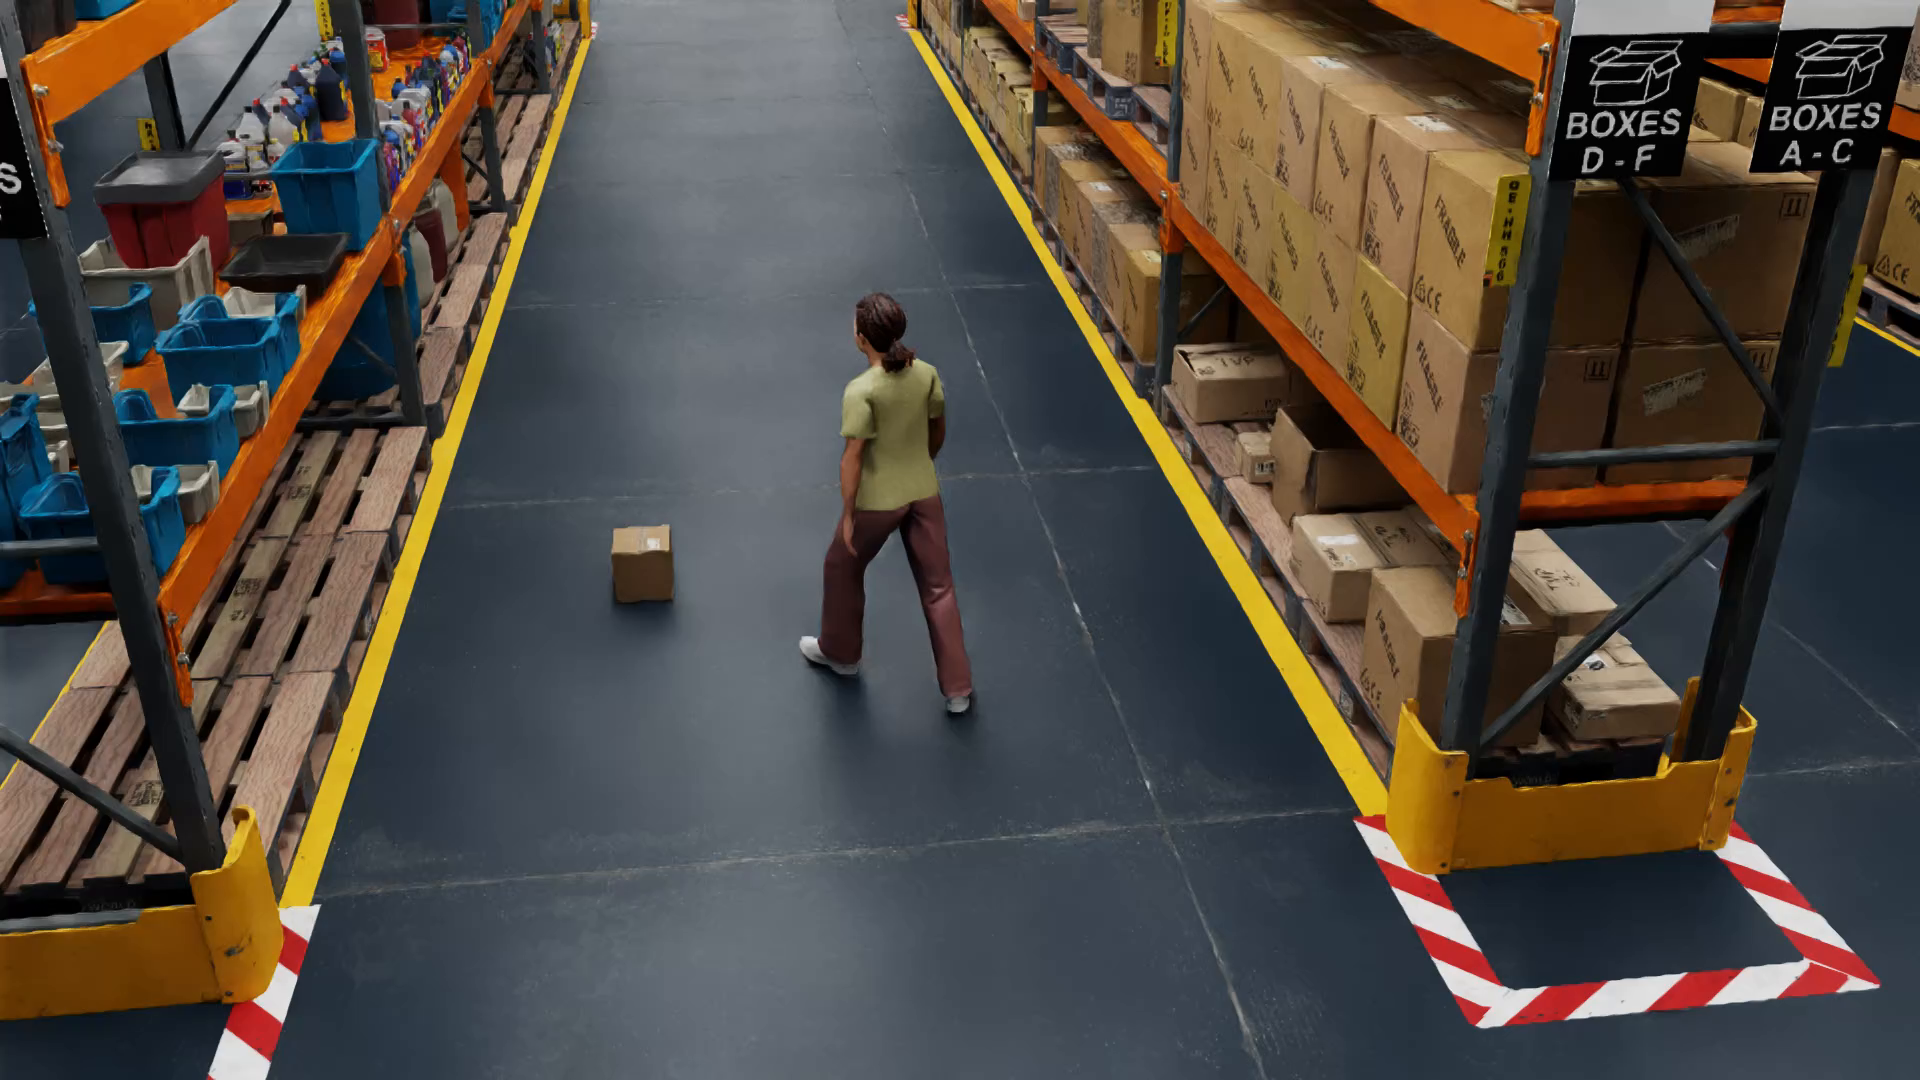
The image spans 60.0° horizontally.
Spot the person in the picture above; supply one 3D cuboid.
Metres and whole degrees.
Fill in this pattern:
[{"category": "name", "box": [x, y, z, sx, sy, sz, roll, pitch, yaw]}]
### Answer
[{"category": "person", "box": [-0.272, -0.159, 6.452, 0.526, 1.631, 0.798, -16, 31, -28]}]
